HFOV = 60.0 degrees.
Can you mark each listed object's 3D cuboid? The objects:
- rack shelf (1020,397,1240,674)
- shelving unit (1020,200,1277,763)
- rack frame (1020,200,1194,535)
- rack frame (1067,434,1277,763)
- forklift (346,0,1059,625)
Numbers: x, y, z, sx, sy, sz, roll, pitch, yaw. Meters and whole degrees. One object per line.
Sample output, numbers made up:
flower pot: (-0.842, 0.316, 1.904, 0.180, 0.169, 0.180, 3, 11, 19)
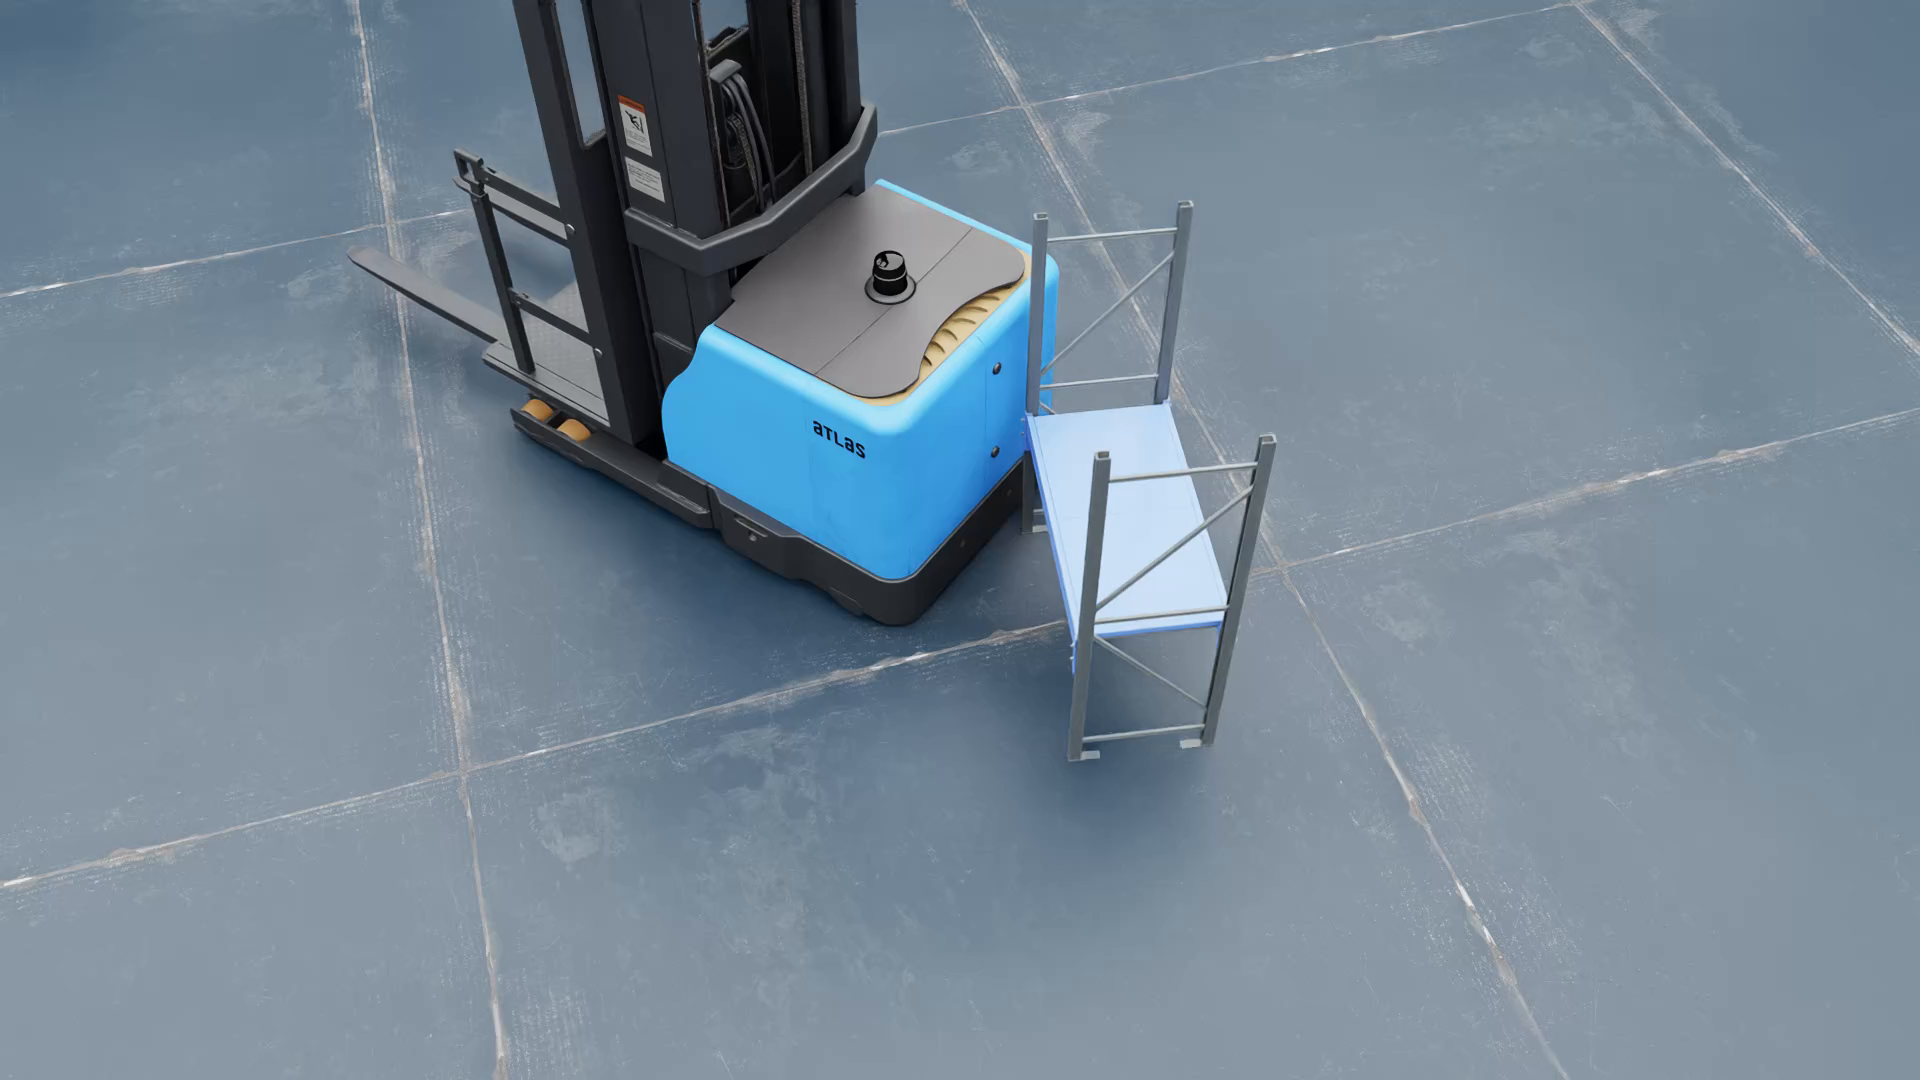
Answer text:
rack shelf: (0.544, -0.038, 5.536, 0.538, 0.185, 1.000, -6, 50, -5)
shelving unit: (0.544, -0.154, 5.399, 0.538, 1.500, 1.048, -6, 50, -5)
rack frame: (0.476, -0.539, 5.724, 0.500, 1.500, 0.032, -6, 50, -5)
rack frame: (0.612, 0.231, 5.074, 0.500, 1.500, 0.032, -6, 50, -5)
forklift: (-1.146, -1.555, 5.644, 3.031, 2.935, 1.130, 28, 55, 22)
